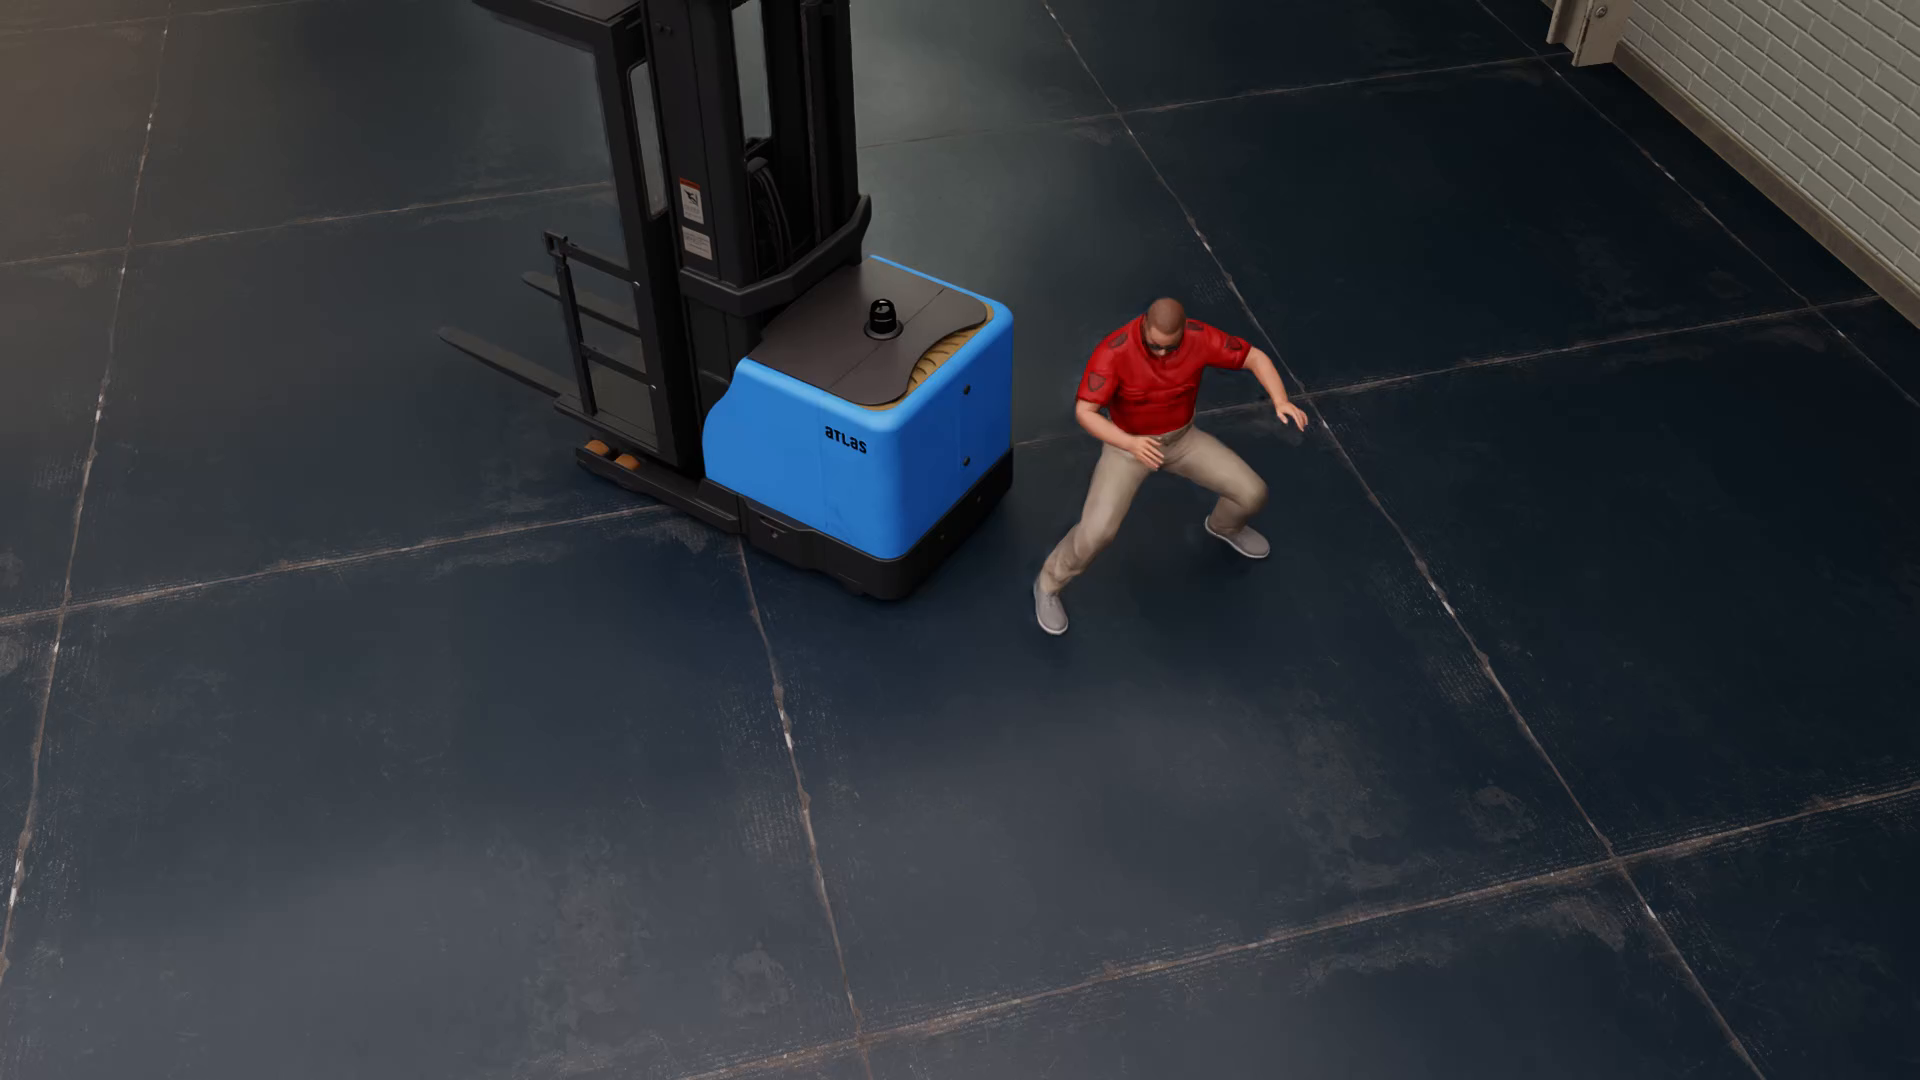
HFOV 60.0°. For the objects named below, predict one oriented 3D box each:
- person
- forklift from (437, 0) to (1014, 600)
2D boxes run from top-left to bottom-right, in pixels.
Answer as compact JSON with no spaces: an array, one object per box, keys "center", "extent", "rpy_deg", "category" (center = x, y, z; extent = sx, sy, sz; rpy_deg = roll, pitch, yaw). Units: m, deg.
[{"center":[0.880,-0.357,7.076],"extent":[1.138,1.490,0.706],"rpy_deg":[-6,44,-6],"category":"person"},{"center":[-1.259,-1.591,7.328],"extent":[3.031,2.935,1.130],"rpy_deg":[24,49,24],"category":"forklift"}]
